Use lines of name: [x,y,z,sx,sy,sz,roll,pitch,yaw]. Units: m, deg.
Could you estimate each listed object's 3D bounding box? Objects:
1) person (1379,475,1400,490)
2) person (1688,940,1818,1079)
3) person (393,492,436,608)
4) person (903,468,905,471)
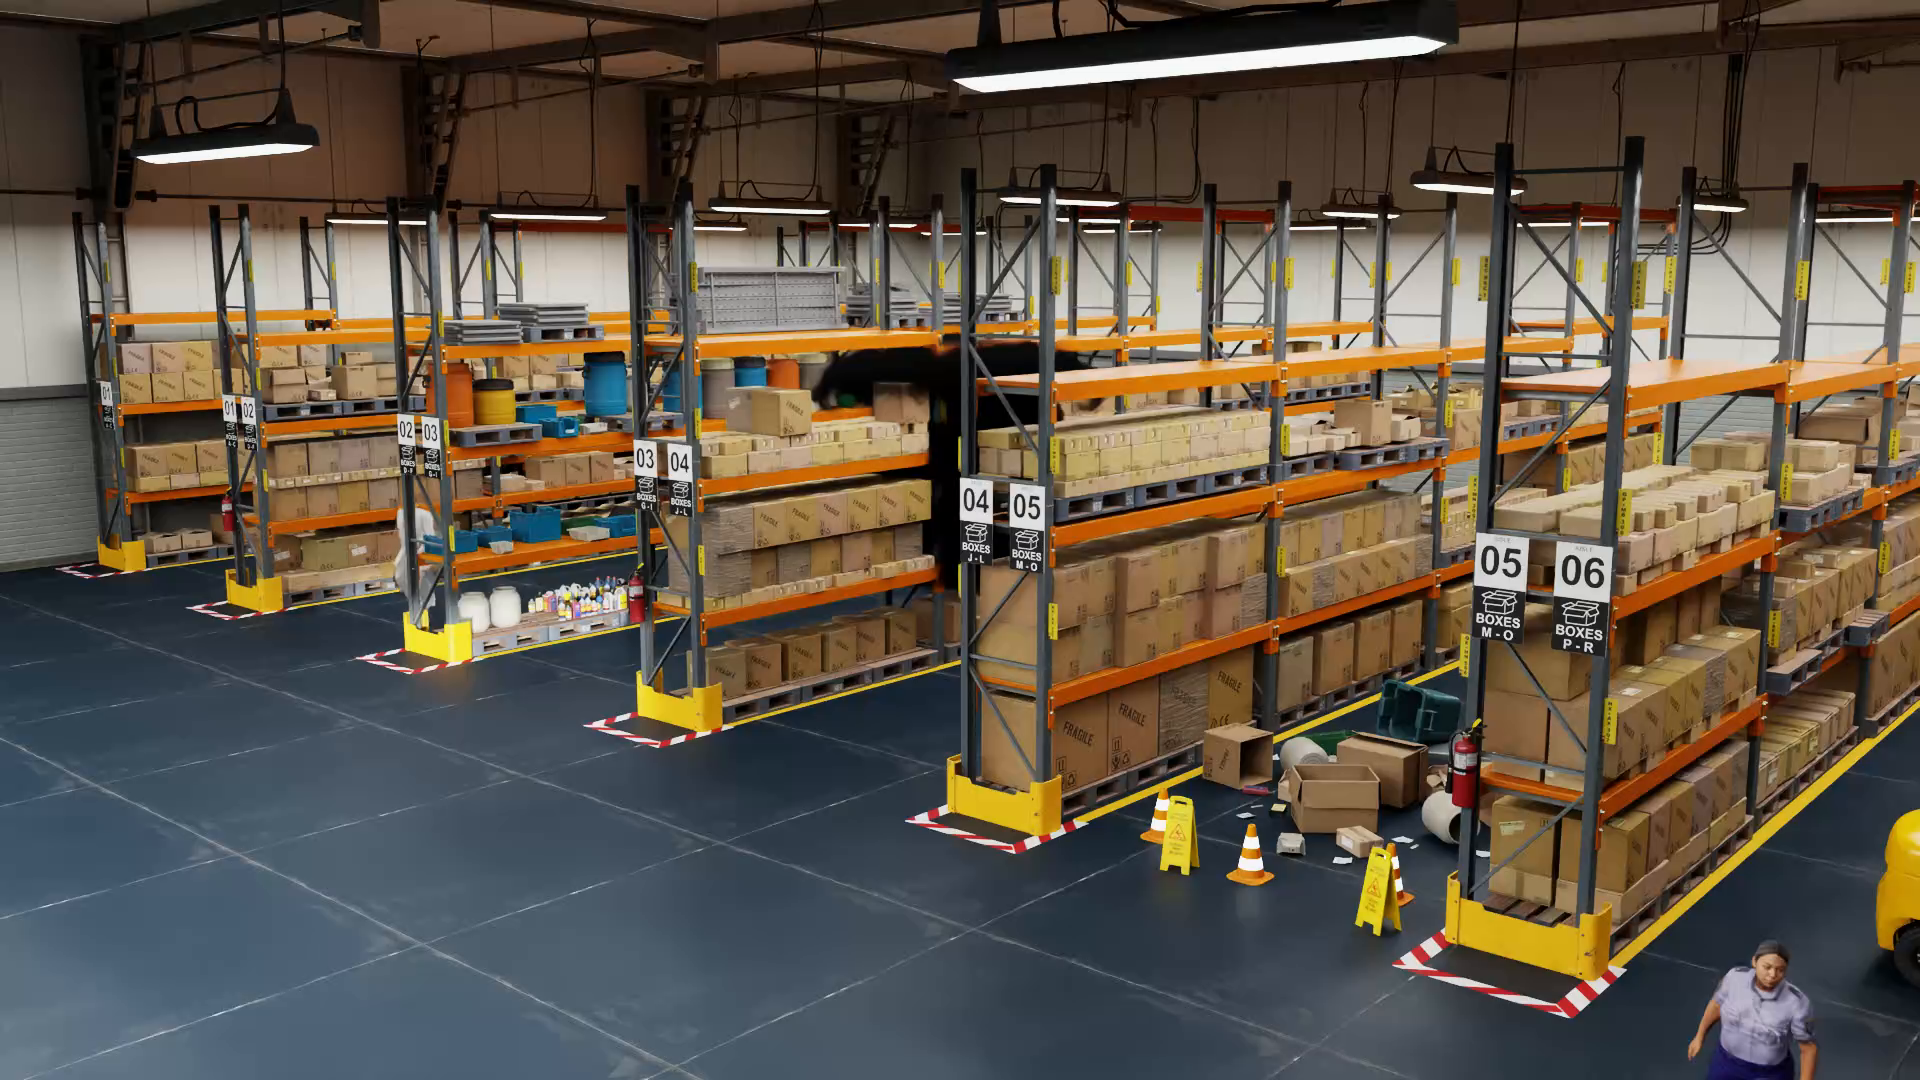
person: [8.248,-1.115,32.666,0.792,1.734,0.797,1,10,7]
person: [4.394,2.885,9.195,0.680,1.588,0.680,8,12,39]
person: [-7.726,0.198,23.438,0.701,1.781,0.765,2,10,14]
person: [-1.121,-2.212,39.910,0.580,1.449,1.134,-4,10,-23]
